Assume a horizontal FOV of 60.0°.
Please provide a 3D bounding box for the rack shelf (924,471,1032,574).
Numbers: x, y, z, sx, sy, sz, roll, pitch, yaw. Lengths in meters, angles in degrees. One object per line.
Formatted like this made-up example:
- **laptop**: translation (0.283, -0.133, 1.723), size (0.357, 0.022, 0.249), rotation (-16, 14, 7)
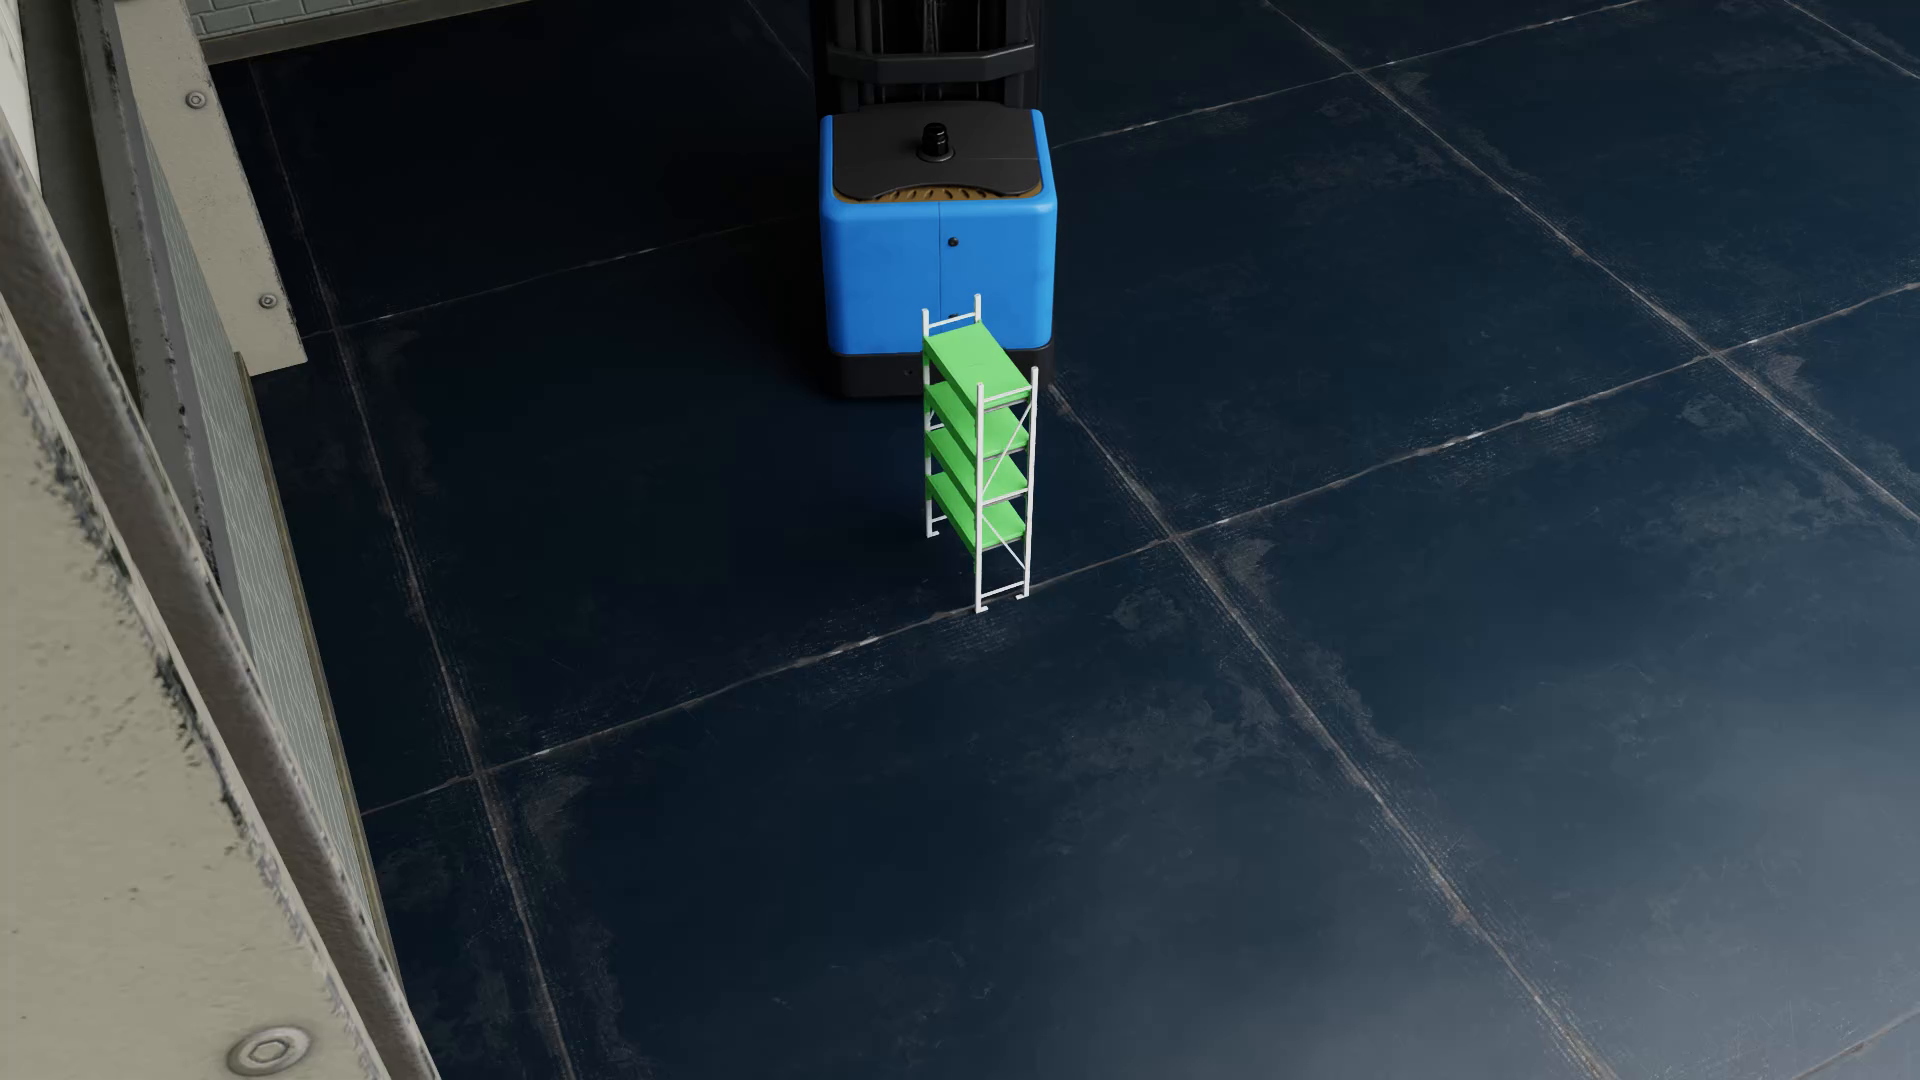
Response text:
- **rack shelf**: translation (0.070, -0.105, 6.804), size (0.258, 0.148, 0.480), rotation (-18, 47, -17)

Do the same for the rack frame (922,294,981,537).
- **rack frame**: translation (-0.033, -0.477, 6.748), size (0.240, 1.200, 0.015), rotation (-18, 47, -17)

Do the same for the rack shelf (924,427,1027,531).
- **rack shelf**: translation (0.070, -0.276, 6.635), size (0.258, 0.148, 0.480), rotation (-18, 47, -17)

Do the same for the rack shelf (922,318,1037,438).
- **rack shelf**: translation (0.070, -0.618, 6.298), size (0.258, 0.148, 0.480), rotation (-18, 47, -17)

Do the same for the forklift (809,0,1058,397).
- **forklift**: translation (-0.168, -2.729, 7.798), size (1.130, 2.935, 3.031), rotation (-2, 45, -2)

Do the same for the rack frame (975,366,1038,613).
- **rack frame**: translation (0.172, -0.166, 6.433), size (0.240, 1.200, 0.015), rotation (-18, 47, -17)

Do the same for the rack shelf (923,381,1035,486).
- **rack shelf**: translation (0.070, -0.447, 6.467), size (0.258, 0.148, 0.480), rotation (-18, 47, -17)

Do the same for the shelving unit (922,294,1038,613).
- **shelving unit**: translation (0.070, -0.322, 6.591), size (0.258, 1.200, 0.503), rotation (-18, 47, -17)

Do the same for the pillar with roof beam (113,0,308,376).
- **pillar with roof beam**: translation (0.550, -5.414, 6.199), size (9.100, 9.000, 0.400), rotation (-18, 47, -17)
